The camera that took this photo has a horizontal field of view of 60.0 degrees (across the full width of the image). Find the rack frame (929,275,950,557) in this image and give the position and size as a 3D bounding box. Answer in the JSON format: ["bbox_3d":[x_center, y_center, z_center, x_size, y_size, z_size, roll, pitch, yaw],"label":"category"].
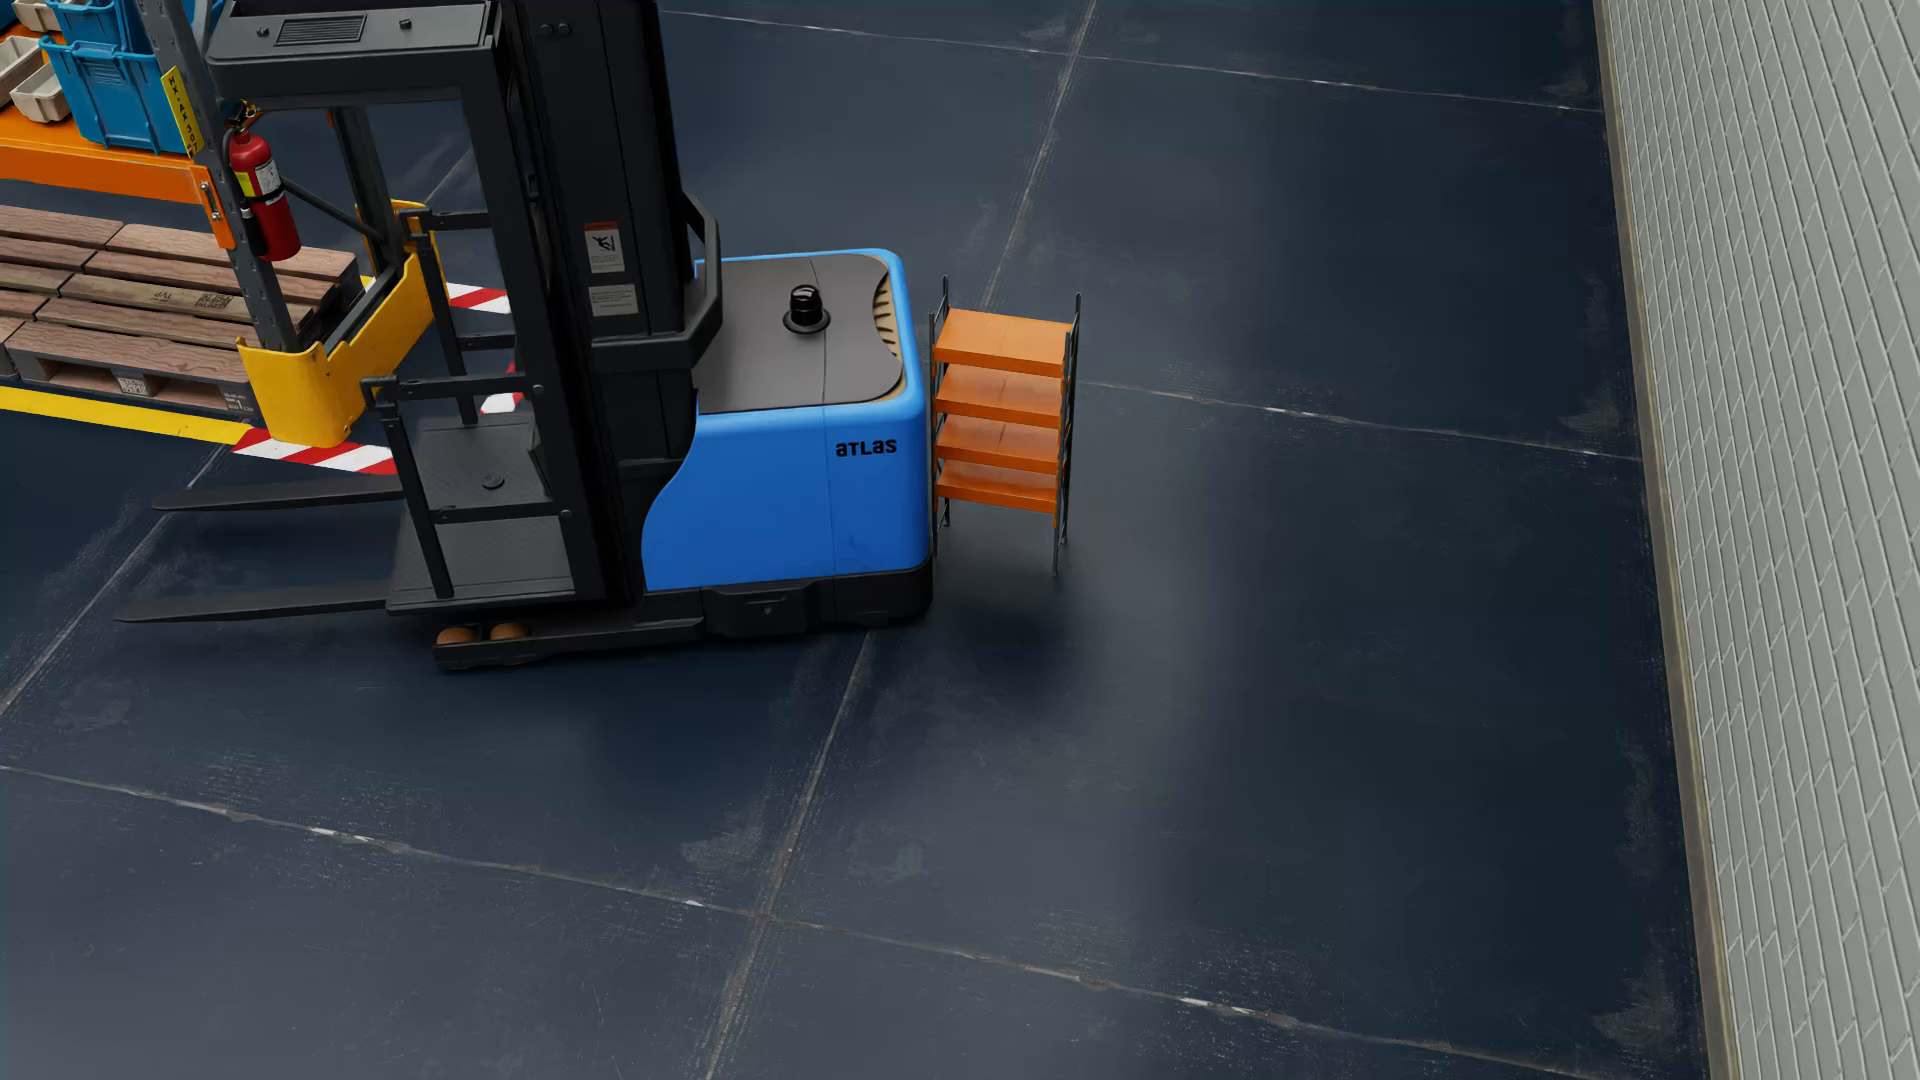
[{"bbox_3d":[-0.077,-0.444,6.346,0.015,1.200,0.240,9,45,9],"label":"rack frame"}]

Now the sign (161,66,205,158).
[{"bbox_3d":[-2.848,-1.567,6.098,0.005,0.325,0.100,9,45,9],"label":"sign"}]

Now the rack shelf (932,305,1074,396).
[{"bbox_3d":[0.162,-0.690,6.035,0.480,0.148,0.258,9,45,9],"label":"rack shelf"}]

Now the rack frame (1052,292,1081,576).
[{"bbox_3d":[0.400,-0.370,6.269,0.015,1.200,0.240,9,45,9],"label":"rack frame"}]

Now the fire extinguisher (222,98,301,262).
[{"bbox_3d":[-2.696,-1.391,6.356,0.183,0.674,0.296,9,45,9],"label":"fire extinguisher"}]

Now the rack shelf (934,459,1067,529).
[{"bbox_3d":[0.162,-0.216,6.492,0.480,0.148,0.258,9,45,9],"label":"rack shelf"}]

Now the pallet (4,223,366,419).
[{"bbox_3d":[-3.540,-1.030,7.668,1.213,0.211,1.003,9,45,9],"label":"pallet"}]

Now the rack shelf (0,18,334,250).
[{"bbox_3d":[-4.696,-1.927,7.108,4.000,0.370,1.077,9,45,9],"label":"rack shelf"}]

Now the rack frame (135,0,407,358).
[{"bbox_3d":[-2.744,-1.883,6.543,0.127,3.000,1.000,9,45,9],"label":"rack frame"}]

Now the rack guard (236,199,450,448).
[{"bbox_3d":[-2.718,-0.988,7.416,0.348,0.500,1.175,9,45,9],"label":"rack guard"}]

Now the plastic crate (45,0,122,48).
[{"bbox_3d":[-3.555,-2.204,6.955,0.300,0.233,0.416,9,45,9],"label":"plastic crate"}]

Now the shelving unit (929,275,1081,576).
[{"bbox_3d":[0.162,-0.407,6.308,0.503,1.200,0.258,9,45,9],"label":"shelving unit"}]

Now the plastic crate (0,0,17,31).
[{"bbox_3d":[-4.198,-2.304,7.058,0.300,0.233,0.416,9,45,9],"label":"plastic crate"}]

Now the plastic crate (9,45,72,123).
[{"bbox_3d":[-3.579,-1.811,6.615,0.243,0.136,0.396,9,45,9],"label":"plastic crate"}]

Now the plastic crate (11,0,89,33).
[{"bbox_3d":[-3.870,-2.277,7.100,0.298,0.136,0.250,9,45,9],"label":"plastic crate"}]

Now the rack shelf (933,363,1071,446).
[{"bbox_3d":[0.162,-0.520,6.199,0.480,0.148,0.258,9,45,9],"label":"rack shelf"}]

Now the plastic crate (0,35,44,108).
[{"bbox_3d":[-3.859,-1.864,6.671,0.243,0.136,0.396,9,45,9],"label":"plastic crate"}]

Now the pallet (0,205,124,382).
[{"bbox_3d":[-4.727,-1.216,7.861,1.213,0.211,1.003,9,45,9],"label":"pallet"}]

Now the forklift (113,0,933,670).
[{"bbox_3d":[-1.658,-0.959,5.633,3.031,2.935,1.130,-5,44,-5],"label":"forklift"}]

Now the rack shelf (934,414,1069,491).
[{"bbox_3d":[0.162,-0.359,6.355,0.480,0.148,0.258,9,45,9],"label":"rack shelf"}]

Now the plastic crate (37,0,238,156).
[{"bbox_3d":[-3.111,-1.842,6.432,0.499,0.435,0.616,9,45,9],"label":"plastic crate"}]
